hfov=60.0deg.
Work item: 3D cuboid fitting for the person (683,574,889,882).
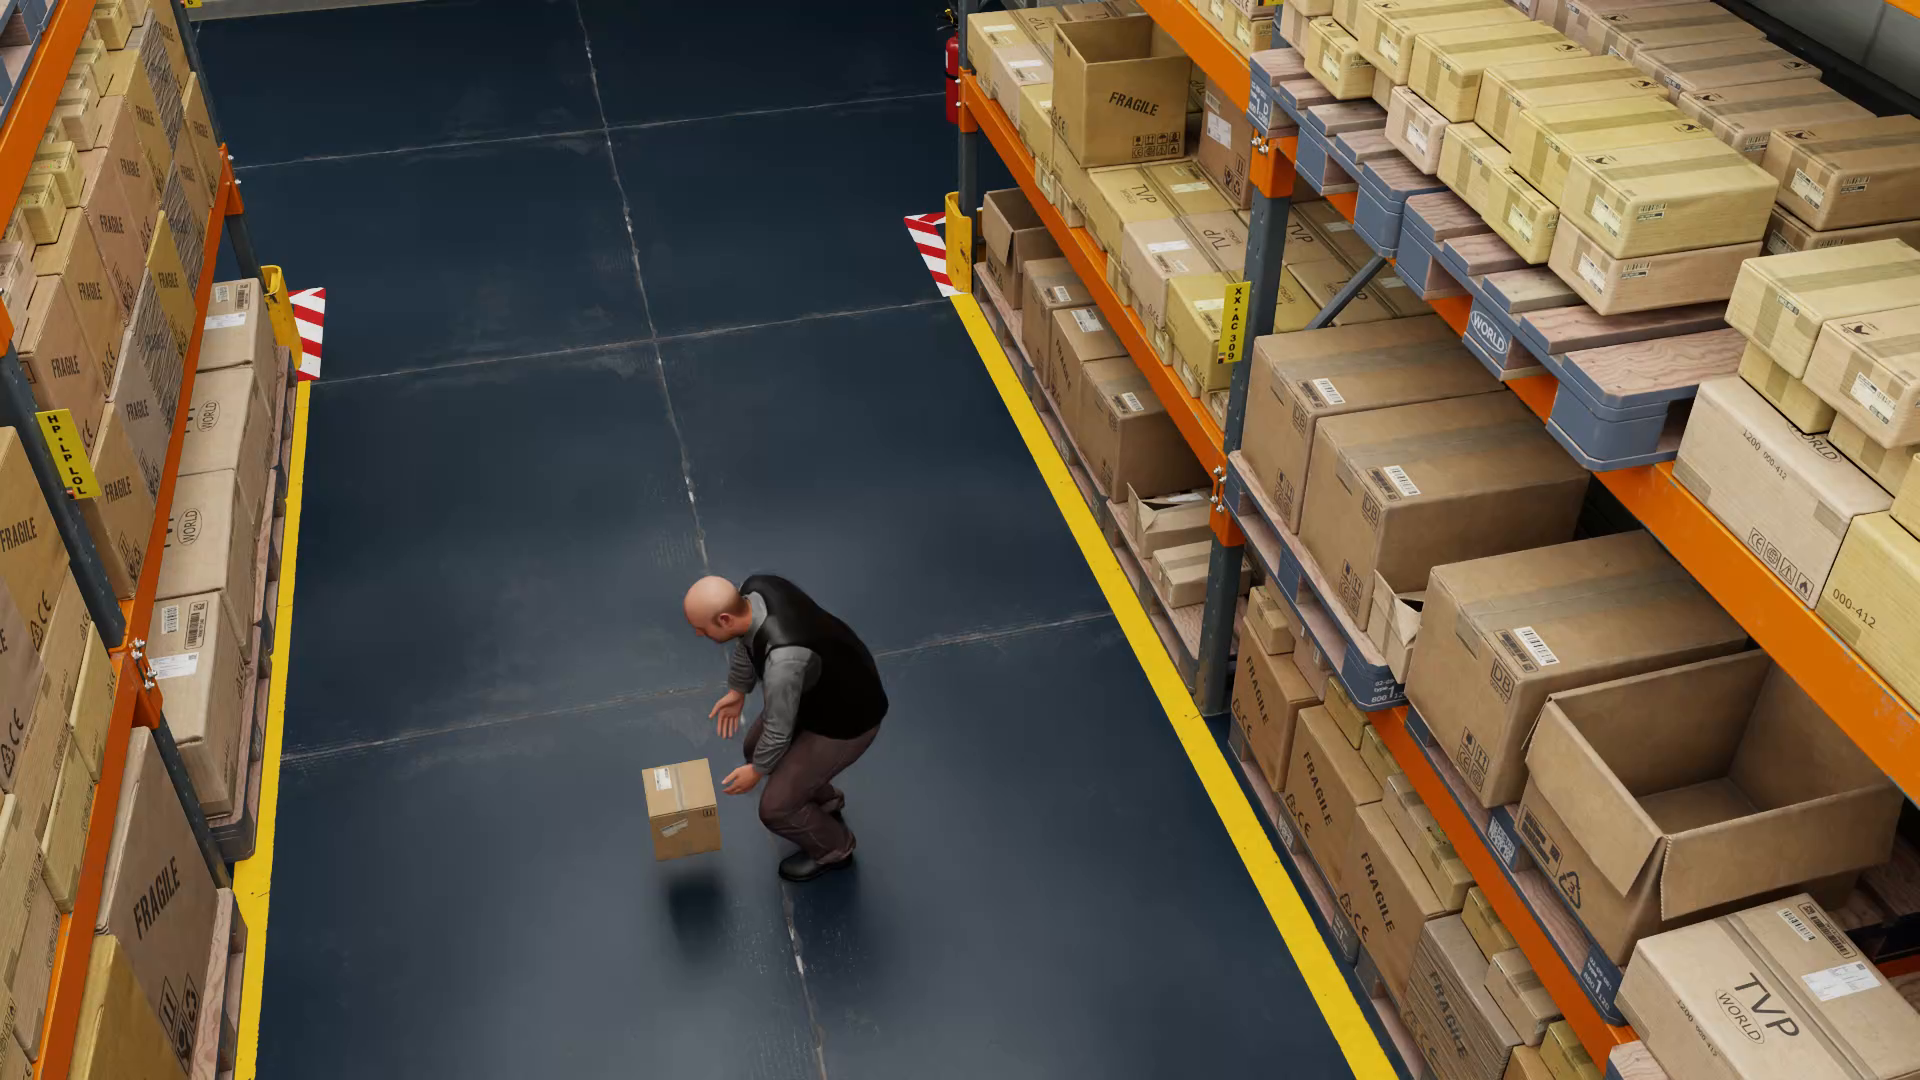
[{"bbox_3d":[-0.611,0.663,6.123,0.689,1.434,0.591,-9,39,-12],"label":"person"}]
